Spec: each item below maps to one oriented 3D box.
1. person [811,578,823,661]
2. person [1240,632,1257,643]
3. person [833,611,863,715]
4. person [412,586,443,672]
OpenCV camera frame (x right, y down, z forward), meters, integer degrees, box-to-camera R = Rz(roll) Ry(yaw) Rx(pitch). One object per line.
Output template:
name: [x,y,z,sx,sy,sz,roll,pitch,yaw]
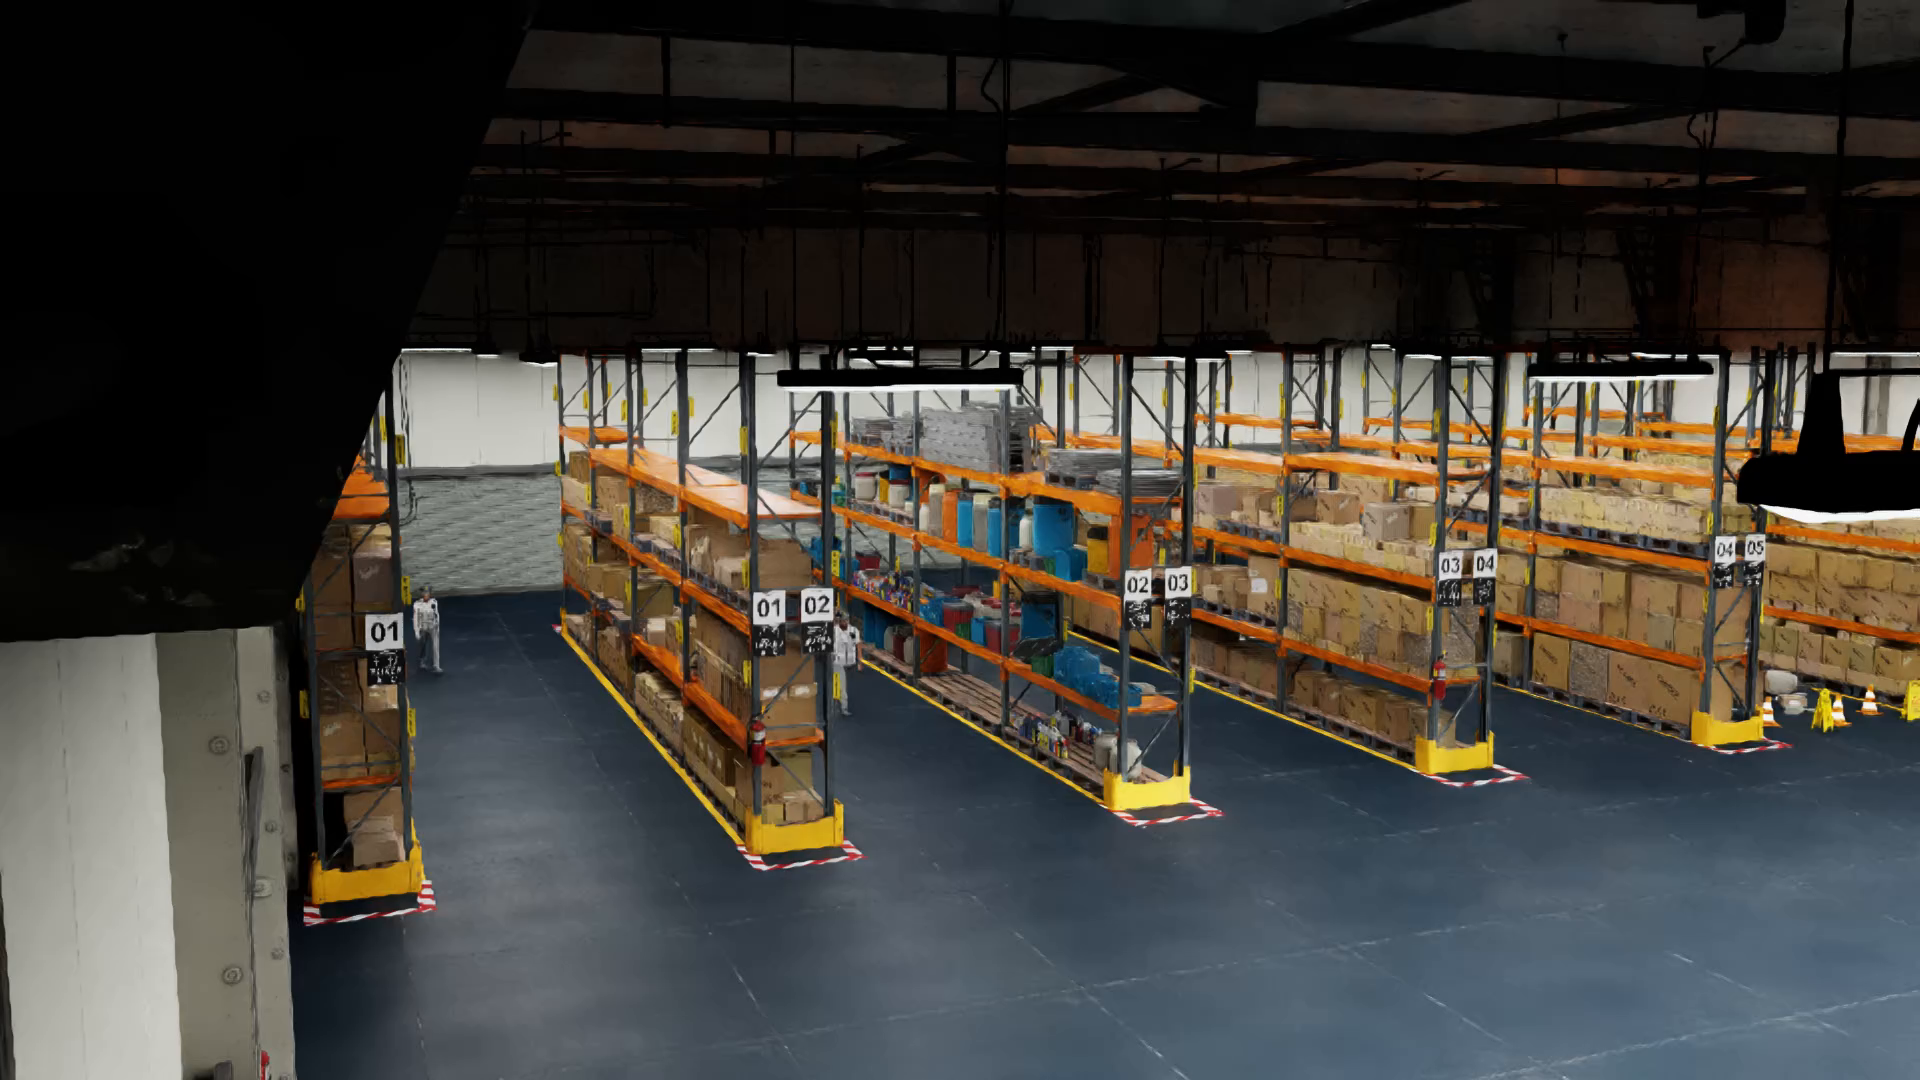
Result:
person: [-2.816,1.495,31.847,0.447,1.574,1.088,-2,8,-19]
person: [5.739,1.334,32.650,0.677,1.742,0.551,-3,8,-22]
person: [-1.901,1.993,27.501,0.554,1.706,1.040,-3,8,-22]
person: [-9.858,1.619,30.747,0.499,1.587,1.074,-3,8,-23]
